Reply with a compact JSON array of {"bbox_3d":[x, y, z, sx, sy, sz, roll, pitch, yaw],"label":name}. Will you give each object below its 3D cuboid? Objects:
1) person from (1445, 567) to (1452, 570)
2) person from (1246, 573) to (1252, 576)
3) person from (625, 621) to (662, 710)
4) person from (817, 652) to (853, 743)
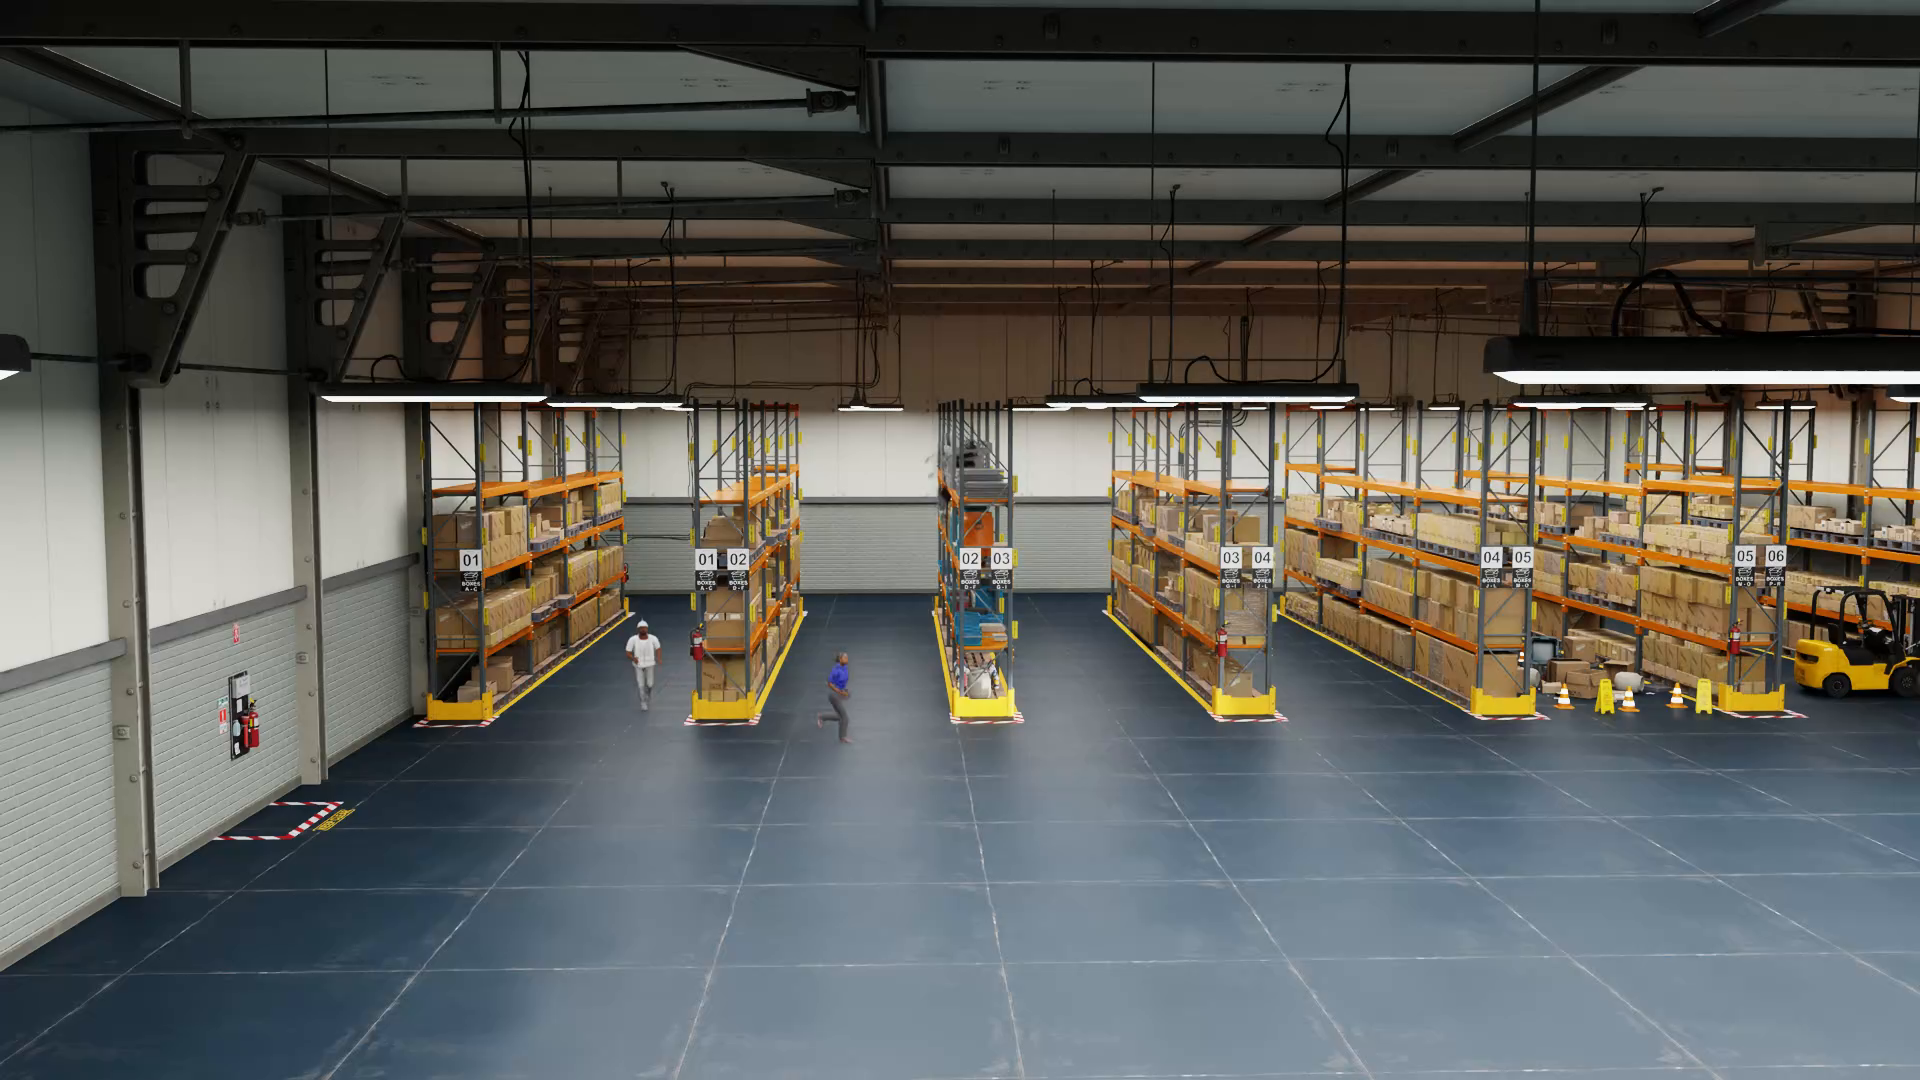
[{"bbox_3d":[14.663,1.172,49.210,0.664,1.718,0.626,1,4,8],"label":"person"},{"bbox_3d":[8.358,1.217,48.434,0.521,1.675,0.883,-3,6,-39],"label":"person"},{"bbox_3d":[-6.107,2.425,32.144,0.700,1.723,0.582,-1,4,-15],"label":"person"},{"bbox_3d":[-2.197,2.743,29.024,0.683,1.624,0.599,1,5,19],"label":"person"}]
